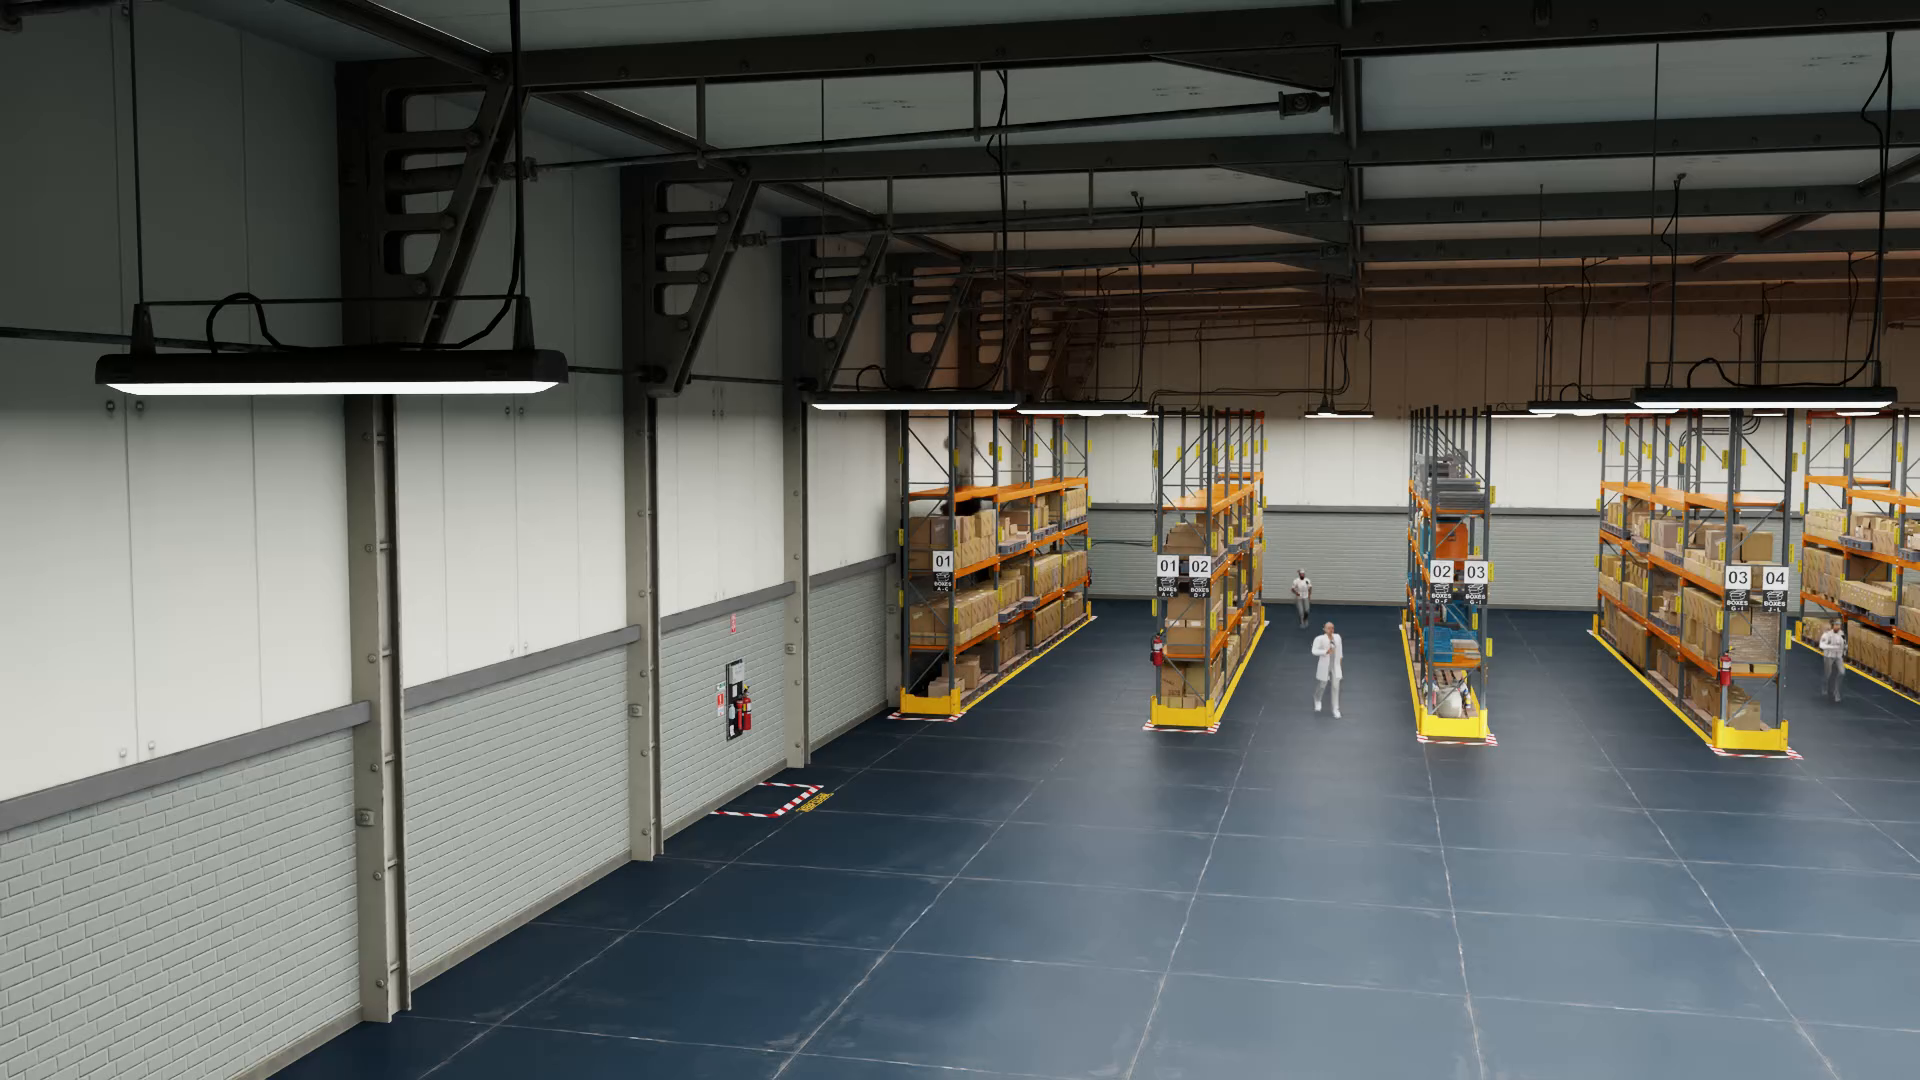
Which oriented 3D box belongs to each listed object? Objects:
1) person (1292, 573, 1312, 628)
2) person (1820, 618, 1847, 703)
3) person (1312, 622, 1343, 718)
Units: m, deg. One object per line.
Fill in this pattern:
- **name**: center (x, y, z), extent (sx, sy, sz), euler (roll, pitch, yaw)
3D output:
- **person**: center (9.412, 1.633, 45.731), extent (0.579, 1.623, 0.561), euler (0, 4, 3)
- **person**: center (17.912, 2.440, 34.145), extent (0.639, 1.727, 0.790), euler (0, 4, 3)
- **person**: center (7.143, 2.472, 32.321), extent (0.708, 1.763, 1.009), euler (-1, 4, -9)
